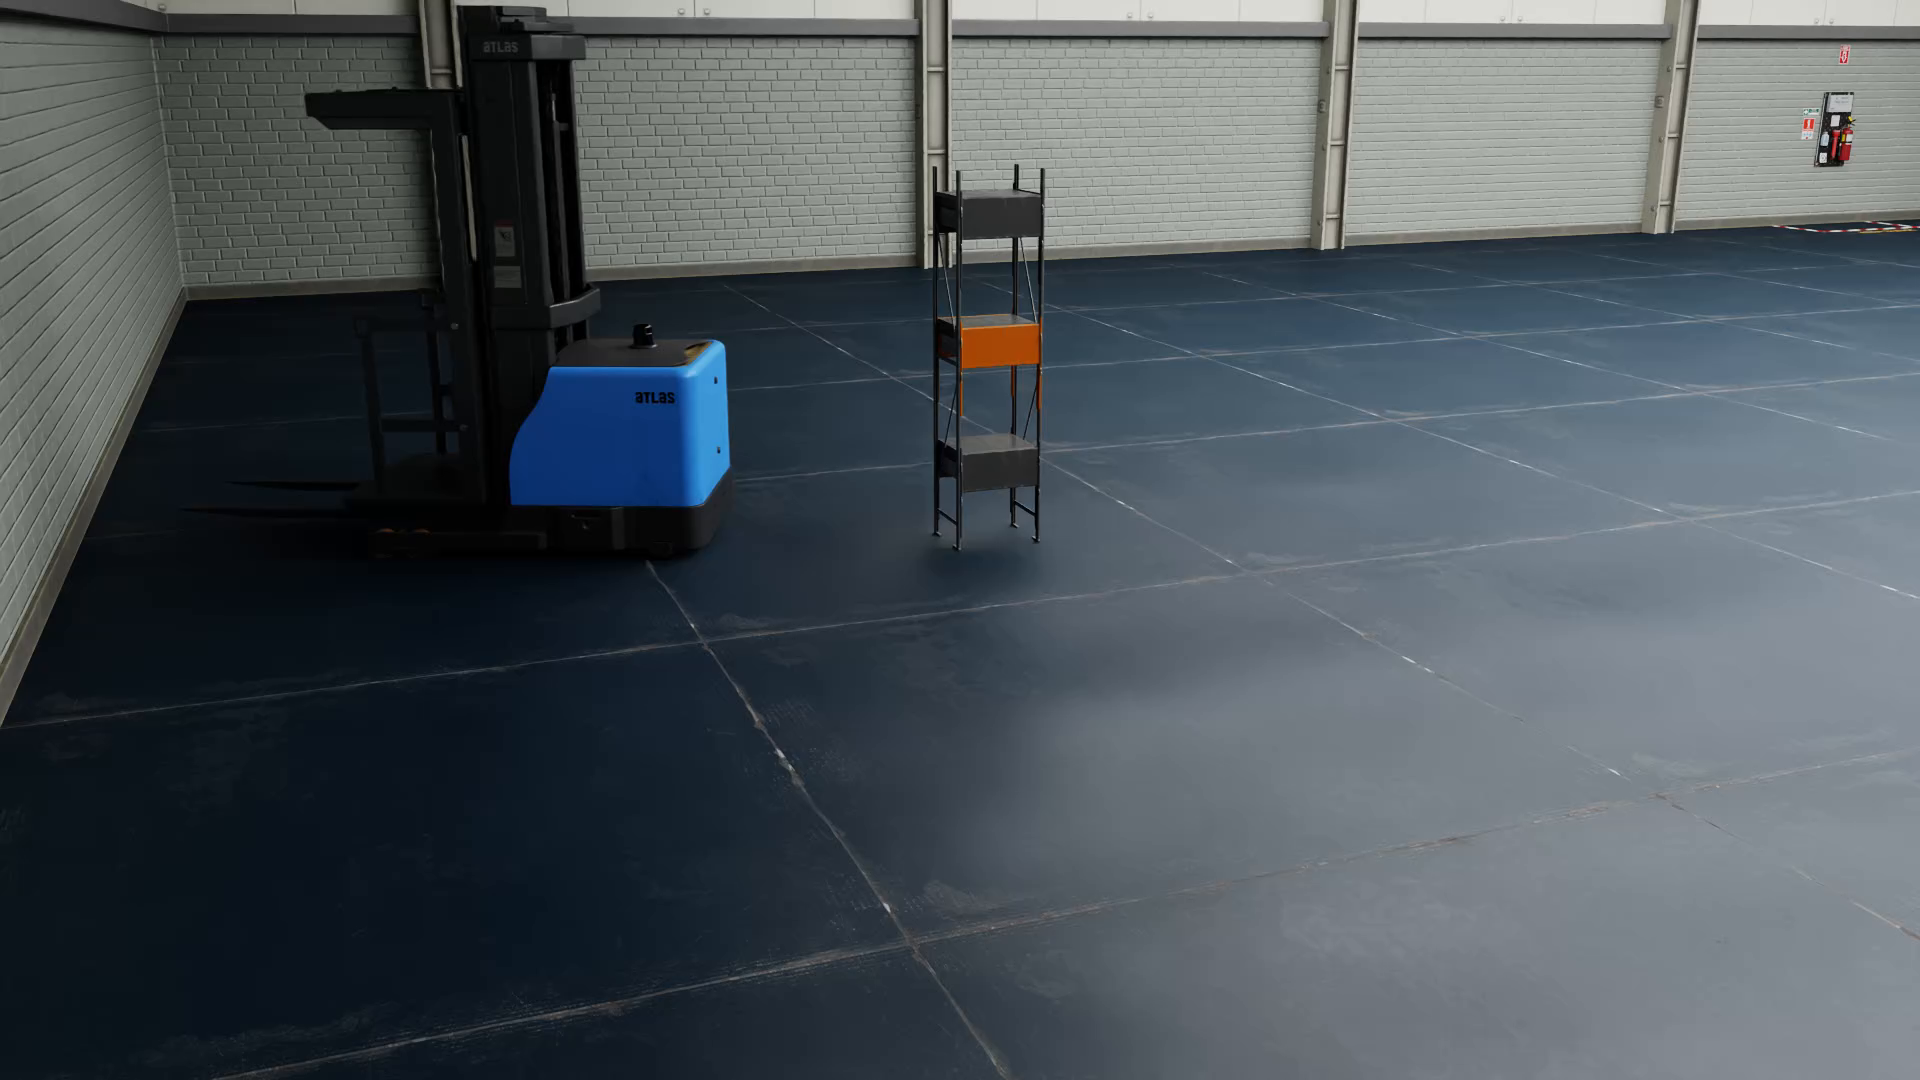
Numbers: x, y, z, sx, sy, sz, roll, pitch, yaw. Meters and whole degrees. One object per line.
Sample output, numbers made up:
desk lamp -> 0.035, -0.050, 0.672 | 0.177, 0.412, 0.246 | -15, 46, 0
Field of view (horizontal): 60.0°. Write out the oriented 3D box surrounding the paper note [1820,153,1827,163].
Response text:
paper note -> 13.959, -6.180, 26.883 | 0.142, 0.148, 0.016 | -6, 17, -20

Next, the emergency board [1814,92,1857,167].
emergency board -> 14.149, -6.602, 26.758 | 0.643, 1.169, 0.194 | -6, 17, -20

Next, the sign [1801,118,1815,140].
sign -> 13.596, -6.591, 26.655 | 0.234, 0.329, 0.001 | -6, 17, -20

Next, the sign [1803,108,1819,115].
sign -> 13.604, -6.843, 26.574 | 0.331, 0.109, 0.001 | -6, 17, -20

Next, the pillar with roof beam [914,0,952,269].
pillar with roof beam -> 1.203, -6.773, 16.690 | 0.400, 9.000, 9.100 | -6, 17, -20

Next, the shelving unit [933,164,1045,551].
shelving unit -> 0.155, -1.024, 9.359 | 0.503, 2.100, 0.431 | -6, 17, -20

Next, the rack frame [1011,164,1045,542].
rack frame -> 0.382, -1.049, 9.443 | 0.015, 2.100, 0.400 | -6, 17, -20

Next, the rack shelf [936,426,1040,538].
rack shelf -> 0.155, -0.339, 9.560 | 0.480, 0.518, 0.431 | -6, 17, -20

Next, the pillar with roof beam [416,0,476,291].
pillar with roof beam -> -4.400, -6.168, 14.630 | 0.400, 9.000, 9.100 | -6, 17, -20

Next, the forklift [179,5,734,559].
forklift -> -2.902, -1.448, 9.328 | 3.031, 2.935, 1.130 | 1, 16, 2

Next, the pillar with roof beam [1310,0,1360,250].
pillar with roof beam -> 6.806, -7.377, 18.750 | 0.400, 9.000, 9.100 | -6, 17, -20

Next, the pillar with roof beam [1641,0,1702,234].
pillar with roof beam -> 12.408, -7.982, 20.810 | 0.400, 9.000, 9.100 | -6, 17, -20

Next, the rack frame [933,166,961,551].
rack frame -> -0.073, -1.000, 9.275 | 0.015, 2.100, 0.400 | -6, 17, -20

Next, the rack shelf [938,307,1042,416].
rack shelf -> 0.155, -1.011, 9.363 | 0.480, 0.518, 0.431 | -6, 17, -20

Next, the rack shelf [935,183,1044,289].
rack shelf -> 0.155, -1.683, 9.166 | 0.480, 0.518, 0.431 | -6, 17, -20

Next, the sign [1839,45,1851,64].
sign -> 14.106, -7.740, 26.518 | 0.199, 0.298, 0.001 | -6, 17, -20
